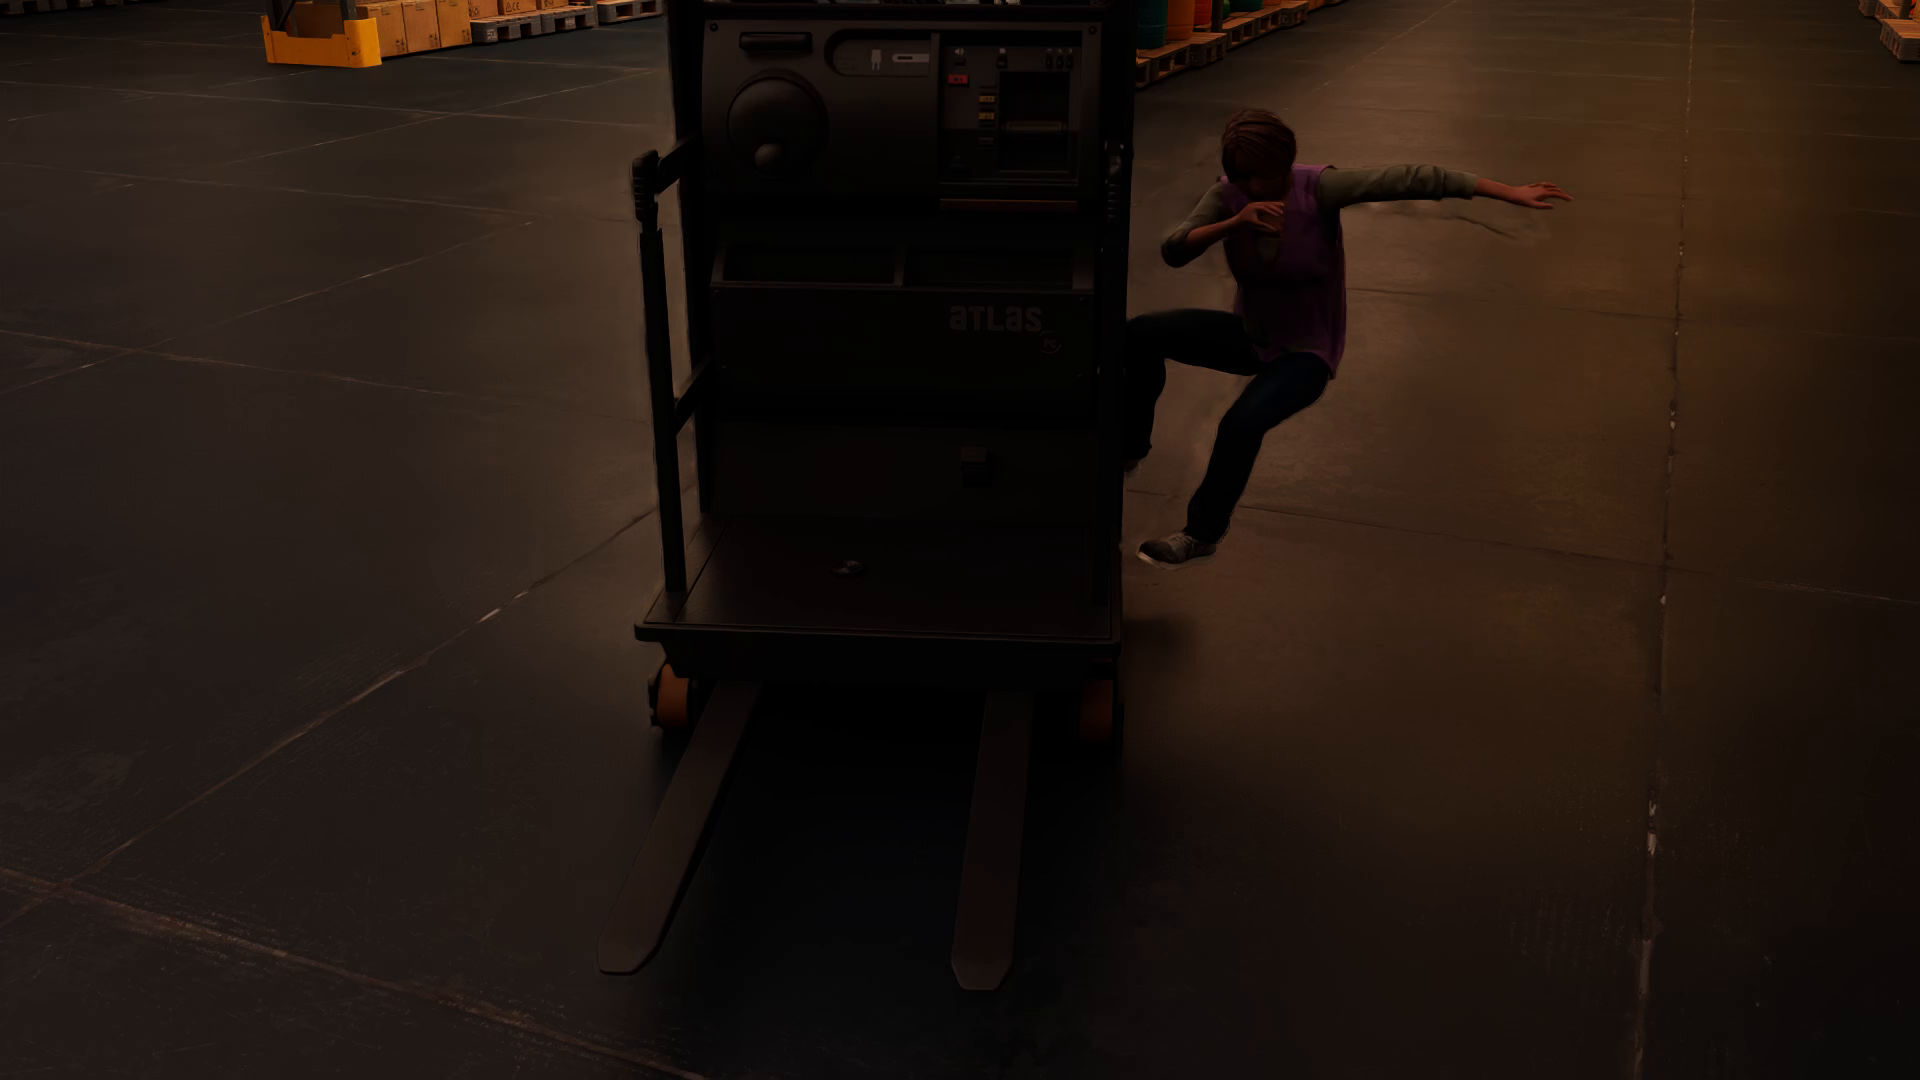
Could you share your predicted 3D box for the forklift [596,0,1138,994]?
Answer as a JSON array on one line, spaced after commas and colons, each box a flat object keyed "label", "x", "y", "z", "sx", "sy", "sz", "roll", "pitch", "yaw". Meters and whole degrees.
[{"label": "forklift", "x": -0.152, "y": -0.996, "z": 3.675, "sx": 1.130, "sy": 2.935, "sz": 3.031, "roll": 2, "pitch": 23, "yaw": 4}]

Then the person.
[{"label": "person", "x": 0.916, "y": -0.524, "z": 4.510, "sx": 1.220, "sy": 1.251, "sz": 0.638, "roll": 13, "pitch": 26, "yaw": 29}]
